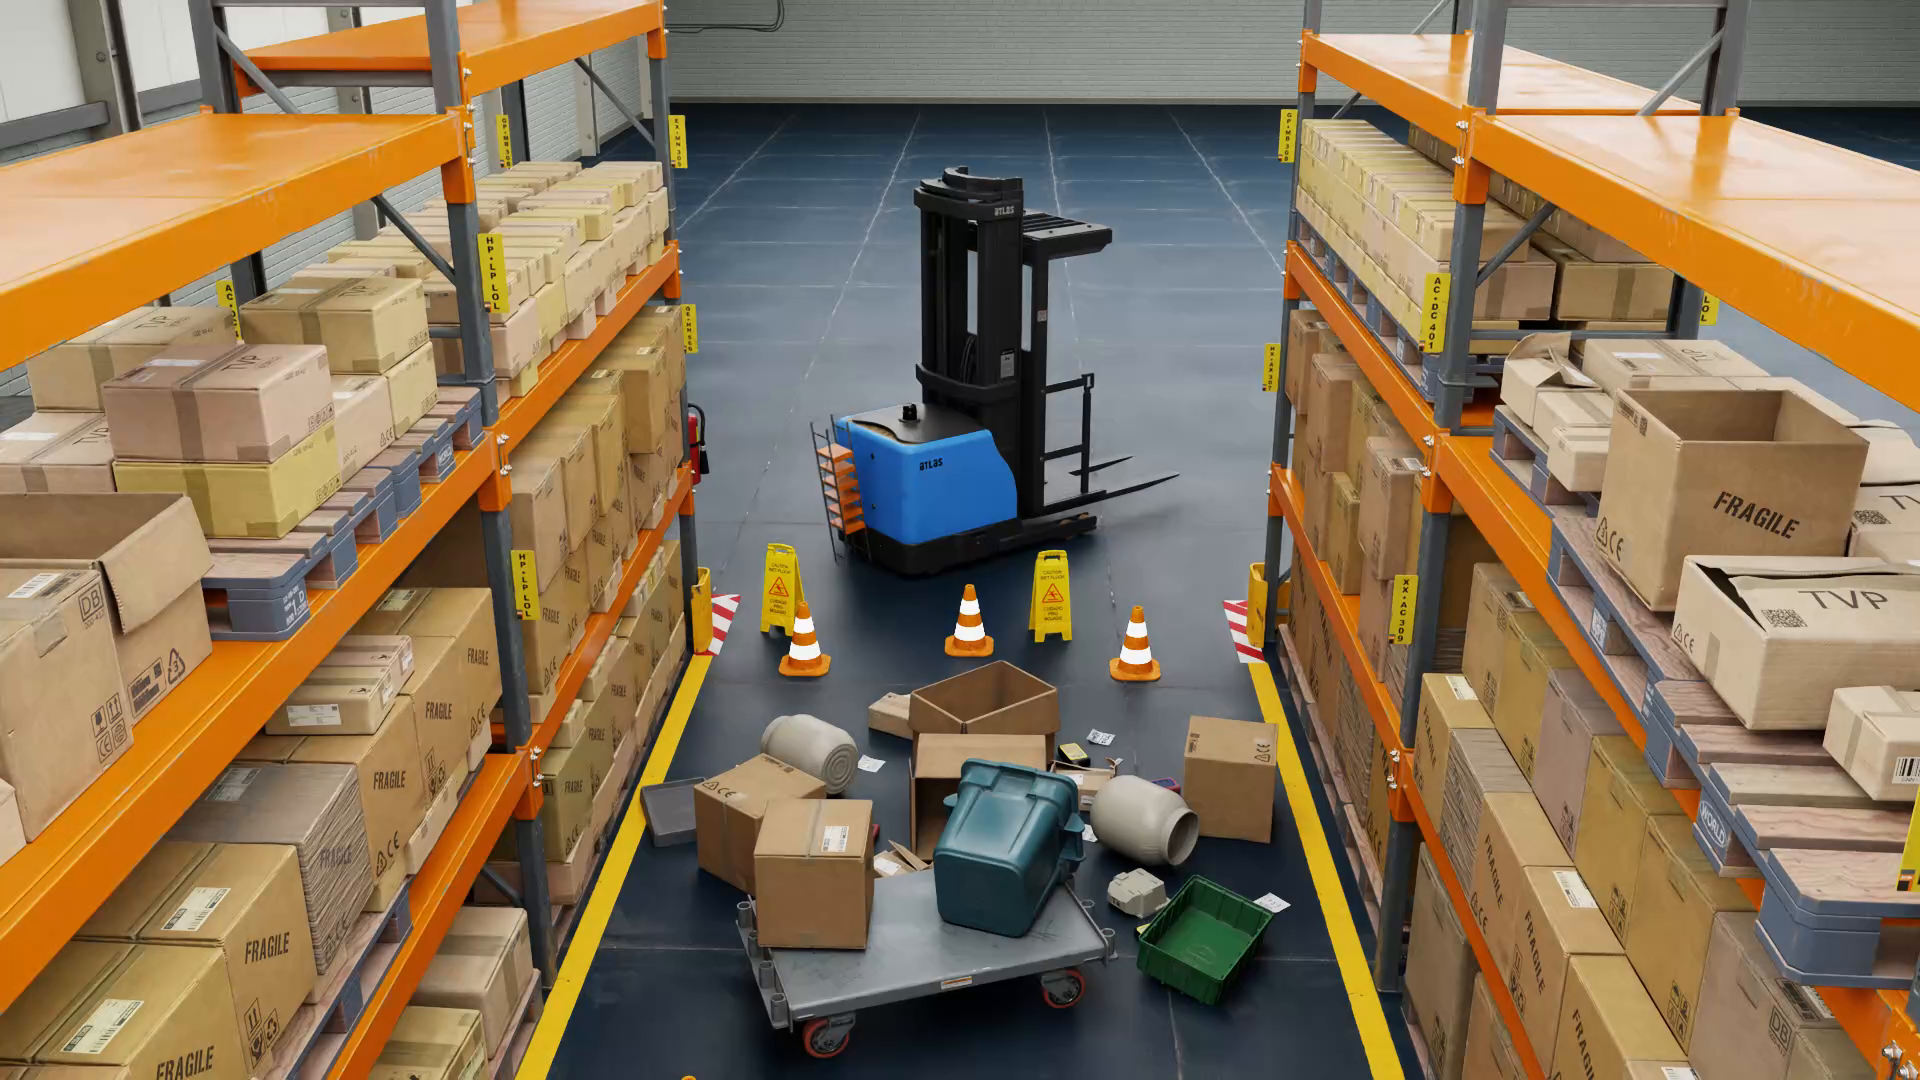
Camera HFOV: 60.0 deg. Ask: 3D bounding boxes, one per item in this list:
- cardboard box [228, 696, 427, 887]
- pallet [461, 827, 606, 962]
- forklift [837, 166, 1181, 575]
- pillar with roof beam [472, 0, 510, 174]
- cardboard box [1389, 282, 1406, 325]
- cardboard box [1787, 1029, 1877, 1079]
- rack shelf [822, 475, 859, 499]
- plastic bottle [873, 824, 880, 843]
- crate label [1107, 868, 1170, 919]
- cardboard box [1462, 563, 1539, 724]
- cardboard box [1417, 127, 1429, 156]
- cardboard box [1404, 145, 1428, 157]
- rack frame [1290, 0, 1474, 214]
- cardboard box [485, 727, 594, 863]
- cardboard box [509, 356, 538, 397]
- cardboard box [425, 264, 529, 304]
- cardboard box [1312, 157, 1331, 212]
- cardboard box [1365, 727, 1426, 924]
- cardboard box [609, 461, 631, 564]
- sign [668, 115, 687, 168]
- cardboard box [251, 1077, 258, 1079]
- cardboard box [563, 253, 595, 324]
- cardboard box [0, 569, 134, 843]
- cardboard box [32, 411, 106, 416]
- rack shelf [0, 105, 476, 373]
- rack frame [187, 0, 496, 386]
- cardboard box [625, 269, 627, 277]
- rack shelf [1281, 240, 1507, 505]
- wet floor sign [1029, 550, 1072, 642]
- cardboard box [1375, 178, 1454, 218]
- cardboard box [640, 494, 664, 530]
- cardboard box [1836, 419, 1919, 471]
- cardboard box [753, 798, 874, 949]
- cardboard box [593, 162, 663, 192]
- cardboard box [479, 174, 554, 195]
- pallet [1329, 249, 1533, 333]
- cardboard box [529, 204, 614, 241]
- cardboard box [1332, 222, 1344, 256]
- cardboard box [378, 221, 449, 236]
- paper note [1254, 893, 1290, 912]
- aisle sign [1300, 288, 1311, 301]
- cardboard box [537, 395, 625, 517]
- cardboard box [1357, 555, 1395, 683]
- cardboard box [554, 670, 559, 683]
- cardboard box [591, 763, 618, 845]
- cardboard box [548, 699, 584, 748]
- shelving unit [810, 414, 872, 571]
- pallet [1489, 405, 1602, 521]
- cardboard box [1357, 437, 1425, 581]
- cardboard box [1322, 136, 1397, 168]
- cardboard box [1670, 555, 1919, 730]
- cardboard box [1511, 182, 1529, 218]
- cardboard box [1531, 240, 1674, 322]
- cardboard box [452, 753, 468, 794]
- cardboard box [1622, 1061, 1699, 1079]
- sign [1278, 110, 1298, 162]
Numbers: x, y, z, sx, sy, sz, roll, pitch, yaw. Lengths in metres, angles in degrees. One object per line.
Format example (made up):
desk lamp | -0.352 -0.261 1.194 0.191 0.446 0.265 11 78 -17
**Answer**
cardboard box | -2.274 0.888 5.962 0.500 0.500 0.500 1 21 3
pallet | -2.468 1.791 8.621 1.003 0.211 1.213 1 21 2
forklift | 0.504 -1.503 13.352 3.031 2.935 1.130 -15 26 -34
pillar with roof beam | -3.365 -9.781 26.297 9.100 9.000 0.400 1 21 2
cardboard box | 2.203 -1.091 7.677 0.380 0.149 0.250 1 21 2
cardboard box | 2.399 1.523 3.936 0.700 0.500 0.500 1 21 1
rack shelf | -0.920 -0.423 12.732 0.180 0.103 0.258 -24 31 -29
plastic bottle | -0.540 1.658 9.171 0.133 0.061 0.283 4 22 11
crate label | 0.916 1.827 8.630 0.298 0.136 0.250 -16 26 -35
cardboard box | 2.488 0.419 6.782 0.700 0.500 0.500 0 21 1
cardboard box | 2.939 -2.374 9.880 0.380 0.149 0.250 1 21 2
cardboard box | 2.883 -2.224 10.044 0.500 0.250 0.500 1 21 2
rack frame | 2.619 -3.491 10.086 1.000 3.000 0.127 1 21 2
cardboard box | -2.166 1.260 8.318 0.500 0.500 0.500 2 21 4
cardboard box | -2.132 -0.751 7.519 0.380 0.149 0.250 1 21 2
cardboard box | -2.139 -1.123 7.376 0.380 0.149 0.250 1 21 3
cardboard box | 2.334 -2.048 9.592 0.500 0.250 0.500 0 21 1
cardboard box | 2.586 1.320 8.336 0.875 0.875 0.875 1 21 2
cardboard box | -2.146 -0.153 9.228 0.500 0.500 0.500 1 21 2
sign | -1.778 -2.510 10.480 0.100 0.325 0.005 1 21 2
cardboard box | -2.254 1.687 4.802 0.380 0.149 0.250 1 21 2
cardboard box | -2.132 -1.257 8.270 0.500 0.250 0.500 1 21 2
cardboard box | -2.536 0.393 4.085 0.700 0.500 0.500 1 21 2
cardboard box | -2.886 -0.400 5.893 0.500 0.250 0.500 0 21 1
rack shelf | -2.514 -0.818 4.744 1.077 0.370 4.000 1 21 2
rack frame | -2.453 -2.063 6.405 1.000 3.000 0.127 1 21 2
cardboard box | -2.154 -1.584 9.666 0.380 0.149 0.250 1 21 2
rack shelf | 2.558 -1.034 8.895 1.077 0.370 4.000 1 21 2
wet floor sign | 0.641 0.371 11.680 0.267 0.644 0.232 -3 21 -8
cardboard box | 2.220 -1.645 8.002 0.380 0.149 0.250 1 21 2
cardboard box | -2.033 -0.179 10.190 0.380 0.149 0.250 1 21 3
cardboard box | 2.664 -0.211 5.184 0.500 0.311 0.500 0 21 0
cardboard box | -0.673 1.555 7.783 0.500 0.500 0.500 1 21 2
cardboard box | -2.047 -2.240 10.252 0.380 0.149 0.250 1 21 2
cardboard box | -2.607 -2.058 9.784 0.380 0.149 0.250 1 21 2
pallet | 2.573 -1.341 8.813 1.003 0.211 1.213 1 21 2
cardboard box | -2.060 -1.685 8.823 0.380 0.149 0.250 1 21 3
cardboard box | 2.250 -1.641 9.094 0.380 0.149 0.250 0 21 1
cardboard box | -2.690 -1.506 8.361 0.380 0.149 0.250 1 21 2
paper note | 1.613 1.883 8.633 0.147 0.020 0.142 -16 26 -35
aisle sign | 2.321 -1.935 10.776 0.394 0.787 0.004 1 21 2
cardboard box | -2.144 -0.440 8.584 0.700 0.500 0.500 0 21 0
cardboard box | 2.491 0.350 8.274 0.875 0.550 0.550 1 21 2
cardboard box | -2.167 0.649 8.057 0.380 0.149 0.250 1 21 3
cardboard box | -2.161 1.417 8.951 0.500 0.250 0.500 2 21 5
cardboard box | -2.102 0.913 8.315 0.380 0.149 0.250 1 21 2
shelving unit | -0.911 -0.356 12.765 0.189 1.200 0.258 -24 31 -29
pallet | 2.519 -0.225 6.080 0.805 0.209 1.217 0 21 -1
cardboard box | 2.444 -0.154 8.080 0.875 0.550 0.550 1 21 2
cardboard box | 2.266 -2.198 9.426 0.380 0.149 0.250 1 21 2
cardboard box | 2.108 0.218 4.078 0.500 0.311 0.500 1 21 2
cardboard box | 2.877 -1.640 7.988 0.380 0.149 0.250 1 21 2
cardboard box | 2.792 -1.131 7.228 0.500 0.250 0.500 1 21 2
cardboard box | -2.219 0.940 6.727 0.380 0.149 0.250 0 21 0
cardboard box | 2.138 1.806 4.590 0.500 0.500 0.500 1 21 2
sign | 2.064 -2.545 10.478 0.100 0.325 0.005 1 21 2
